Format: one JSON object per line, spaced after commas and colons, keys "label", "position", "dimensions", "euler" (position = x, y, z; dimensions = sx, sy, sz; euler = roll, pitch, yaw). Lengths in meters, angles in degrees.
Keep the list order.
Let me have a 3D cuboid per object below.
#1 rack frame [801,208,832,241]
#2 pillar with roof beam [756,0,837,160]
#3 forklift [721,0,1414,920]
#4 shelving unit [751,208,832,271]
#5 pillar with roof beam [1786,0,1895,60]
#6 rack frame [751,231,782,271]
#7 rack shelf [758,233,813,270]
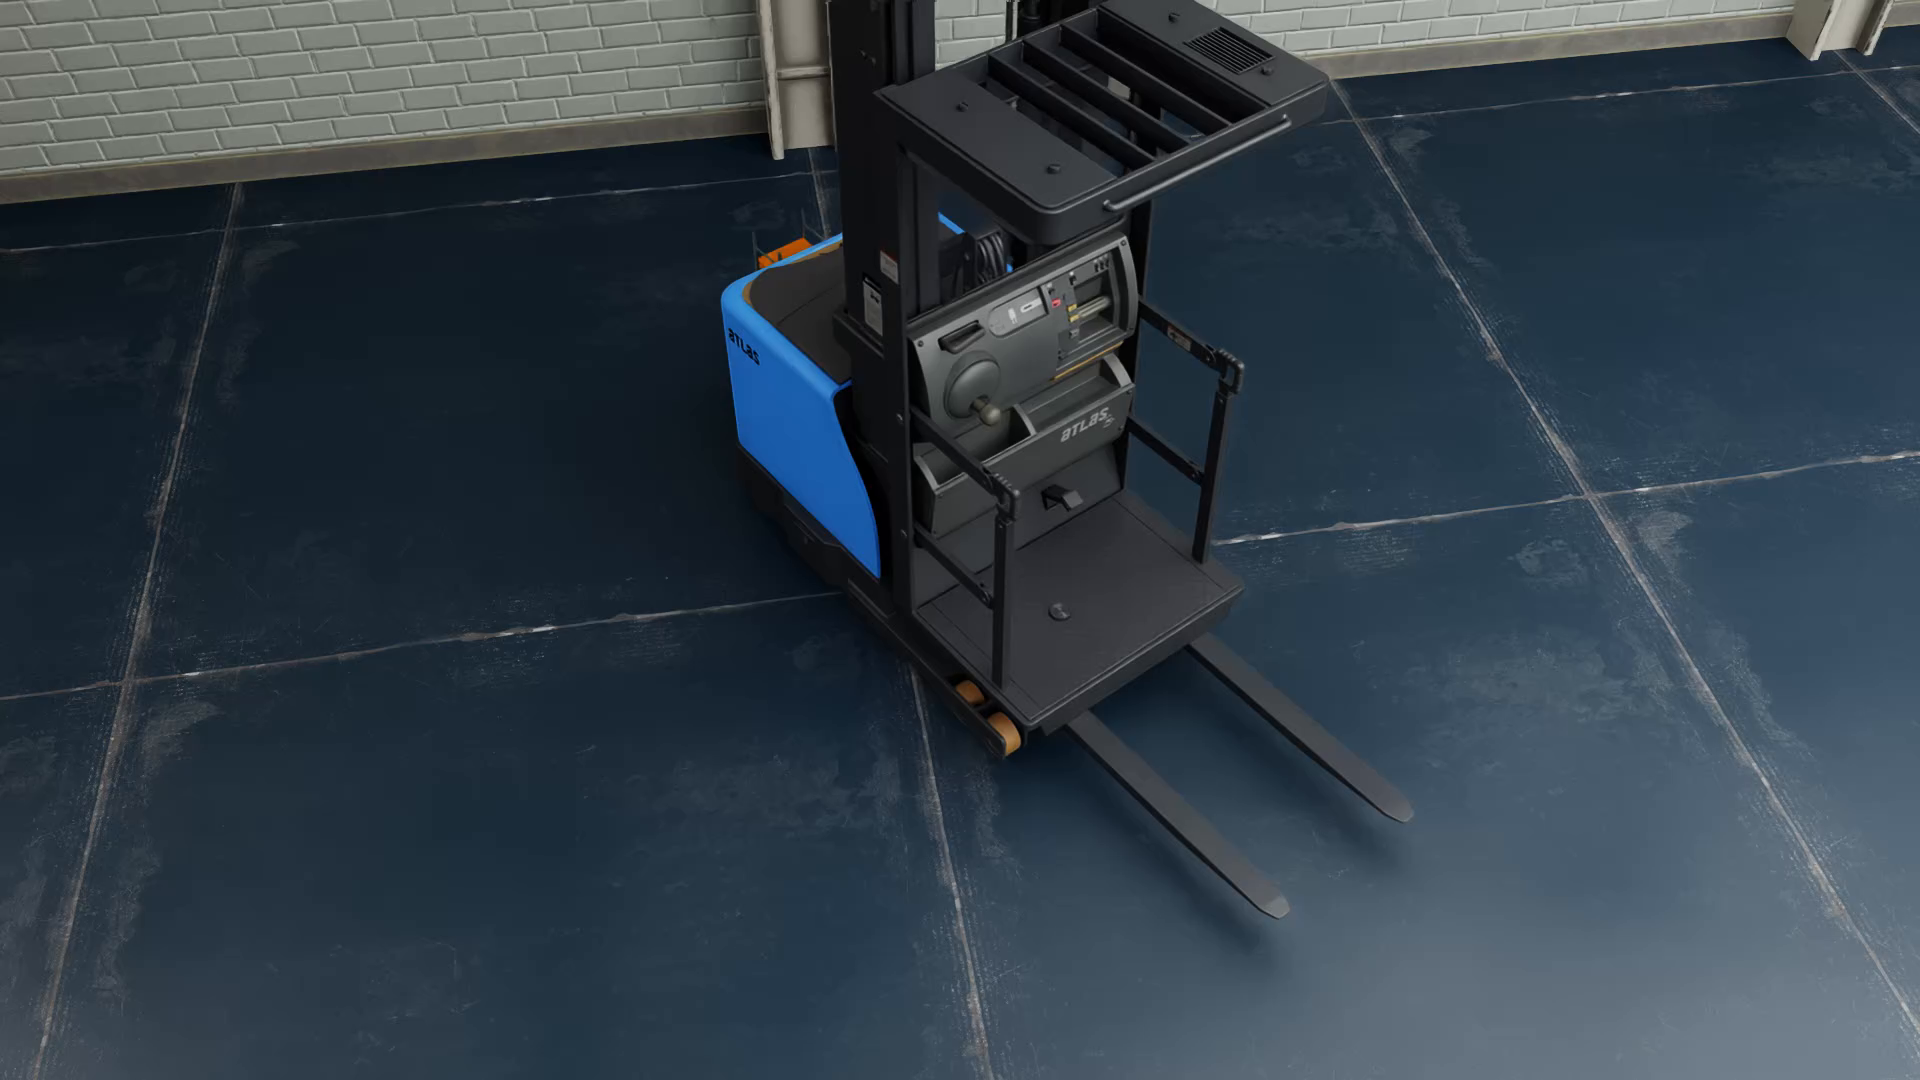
{"label": "rack frame", "position": [-0.583, -0.933, 7.113], "dimensions": [0.008, 1.050, 0.200], "euler": [-30, 53, -26]}
{"label": "pillar with roof beam", "position": [-0.097, -2.238, 2.850], "dimensions": [0.400, 9.000, 9.100], "euler": [-7, 46, -7]}
{"label": "forklift", "position": [0.367, -0.625, 5.510], "dimensions": [1.130, 2.935, 3.031], "euler": [-30, 53, -25]}
{"label": "shelving unit", "position": [-0.678, -0.878, 7.060], "dimensions": [0.252, 1.050, 0.215], "euler": [-30, 53, -26]}
{"label": "pillar with roof beam", "position": [5.815, -2.974, 3.560], "dimensions": [0.400, 9.000, 9.100], "euler": [-7, 46, -7]}
{"label": "rack frame", "position": [-0.772, -0.822, 7.007], "dimensions": [0.008, 1.050, 0.200], "euler": [-30, 53, -26]}
{"label": "rack shelf", "position": [-0.678, -1.067, 6.863], "dimensions": [0.240, 0.259, 0.215], "euler": [-30, 53, -26]}
